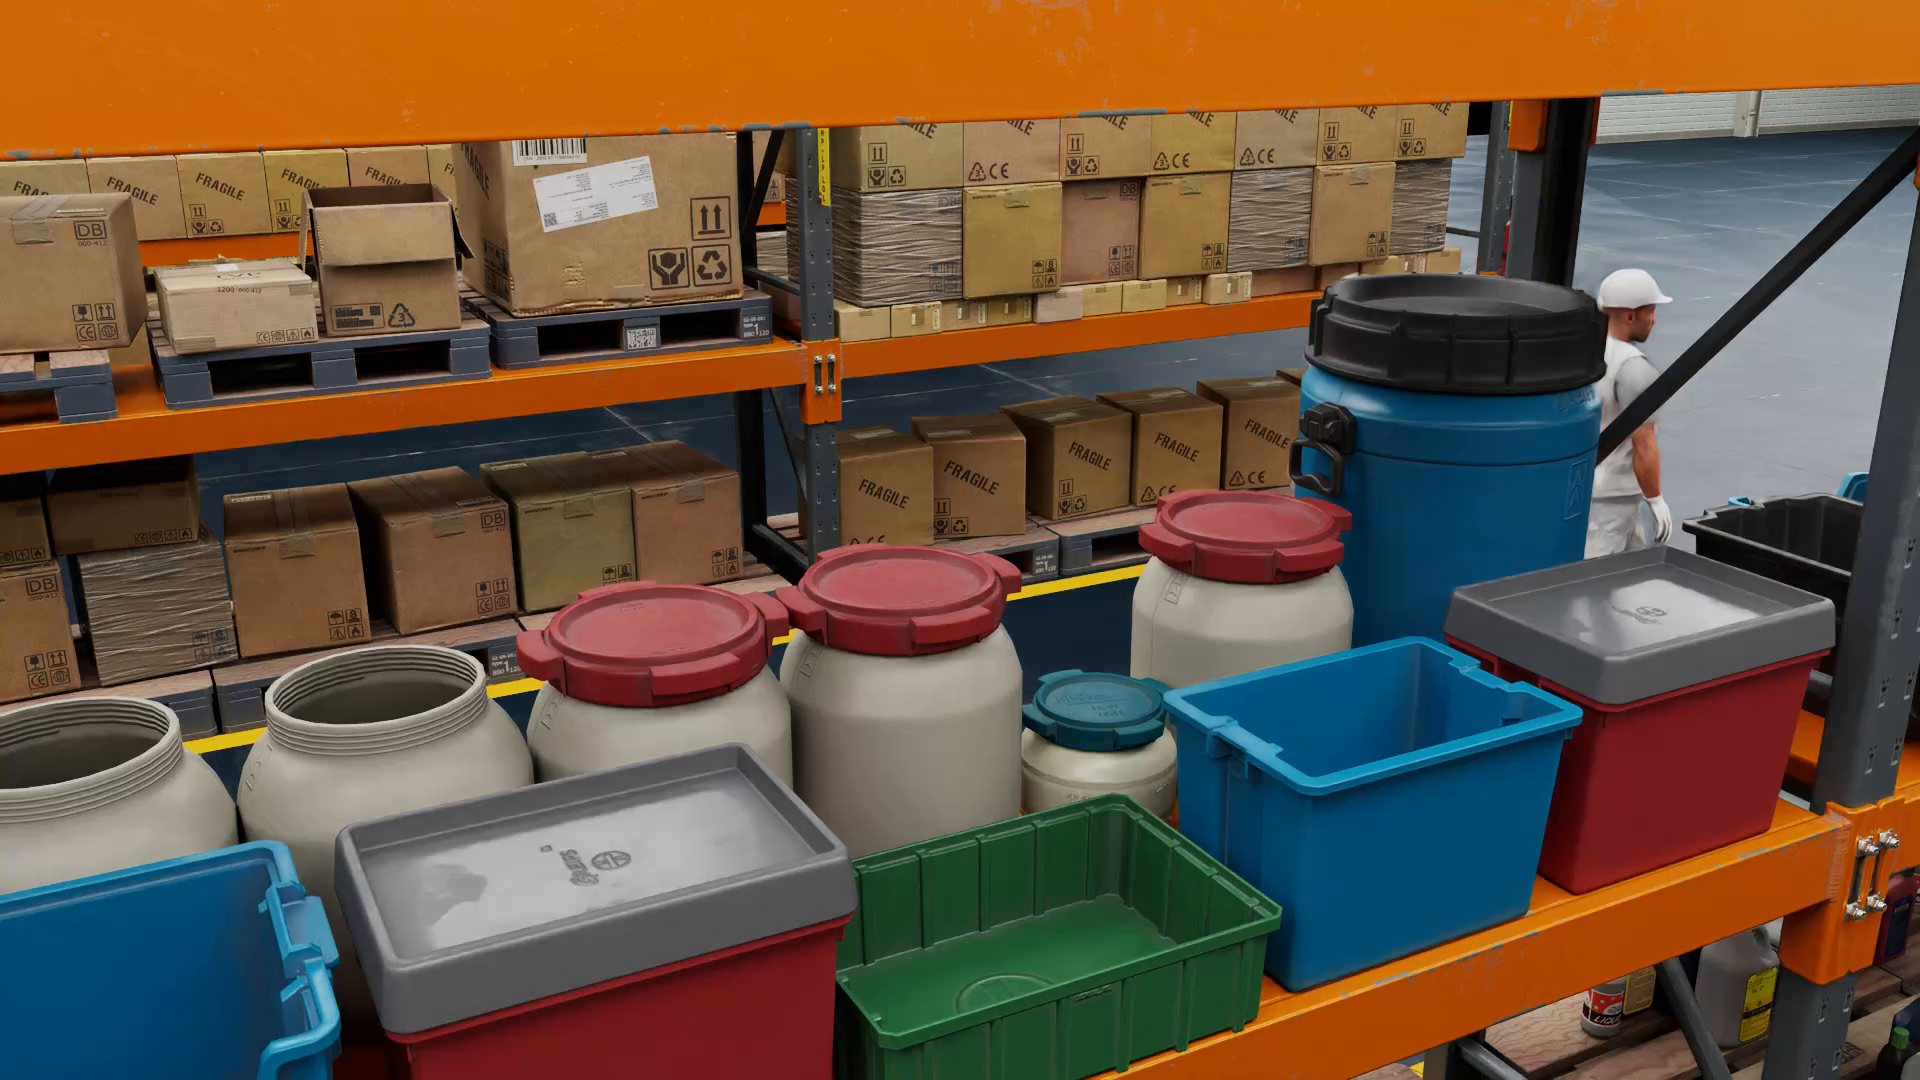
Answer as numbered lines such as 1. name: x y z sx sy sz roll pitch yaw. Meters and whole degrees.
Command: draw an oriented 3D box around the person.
1. person: 2.561 -0.203 6.652 1.028 1.748 0.614 -3 18 -8
